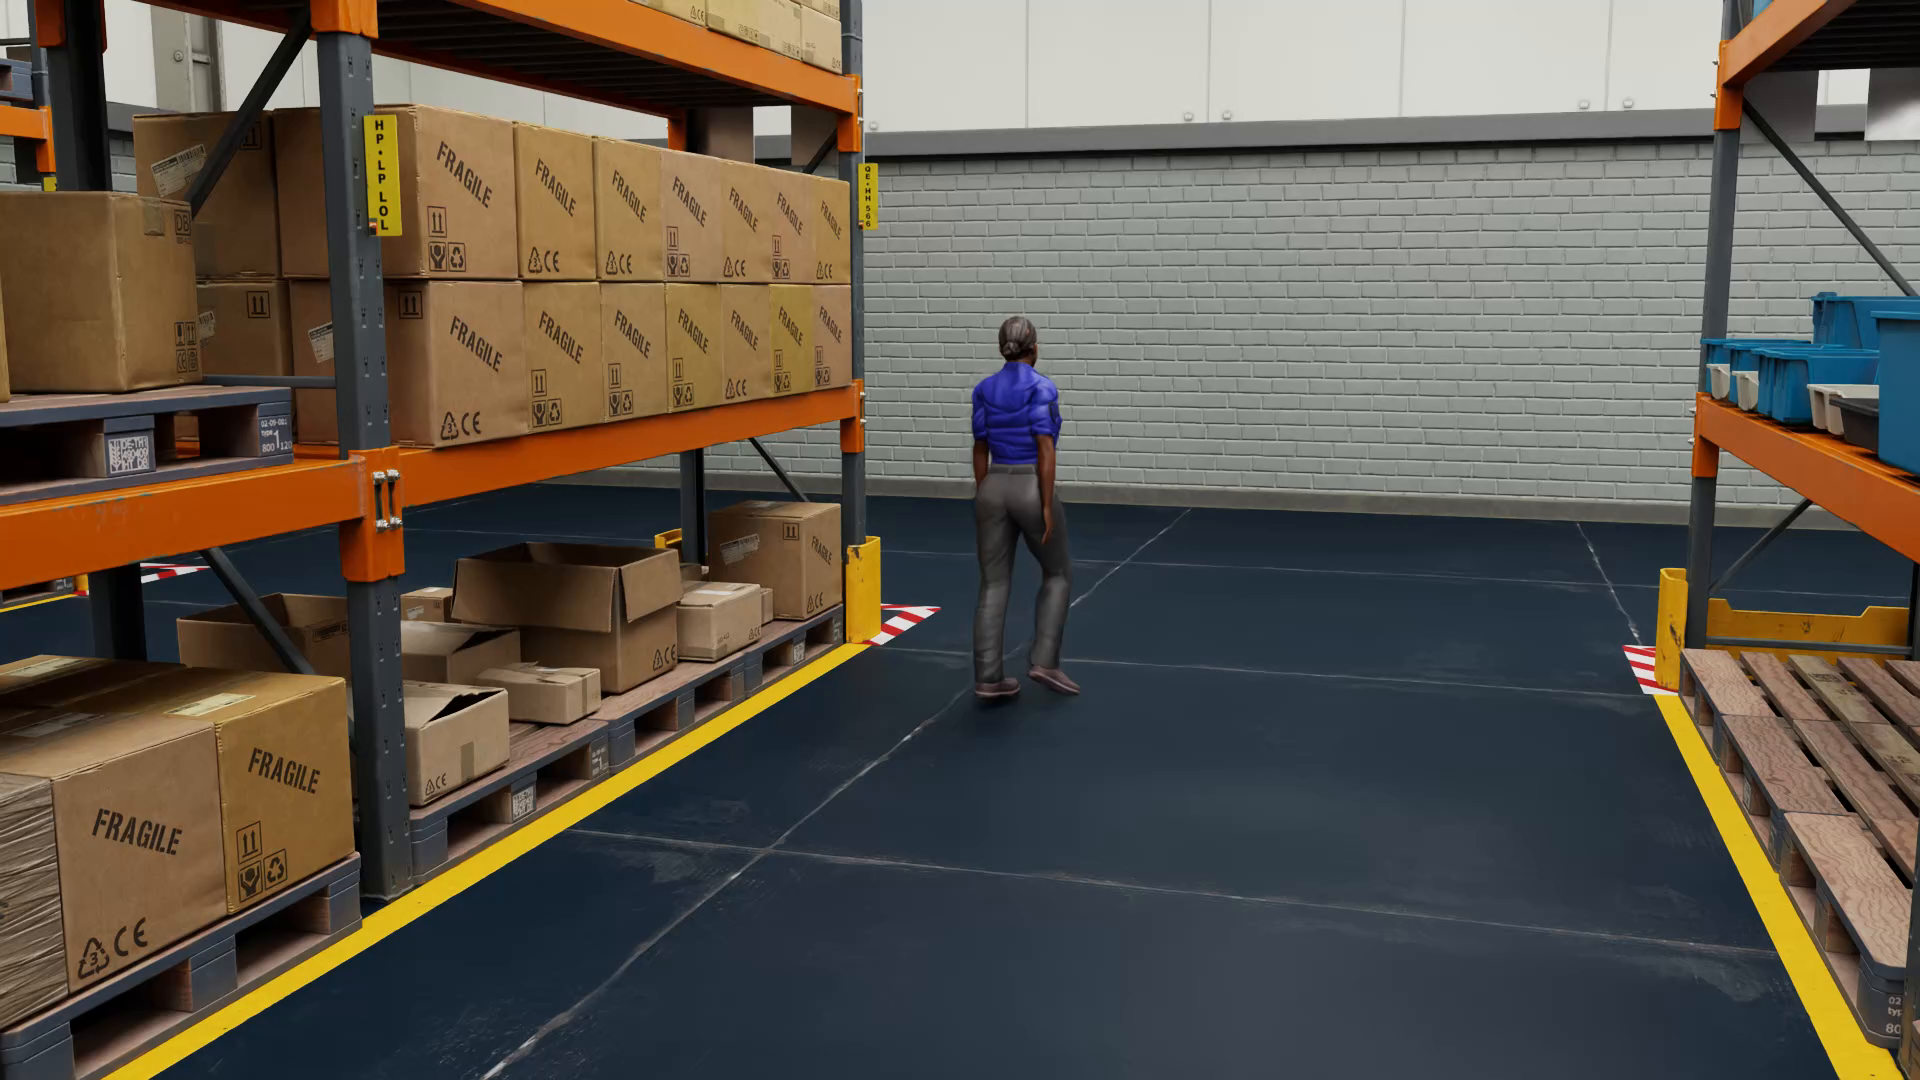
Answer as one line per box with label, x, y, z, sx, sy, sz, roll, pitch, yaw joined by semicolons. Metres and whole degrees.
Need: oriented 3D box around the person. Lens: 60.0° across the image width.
person;0.237;-0.121;7.203;0.482;1.682;0.533;5;10;28
